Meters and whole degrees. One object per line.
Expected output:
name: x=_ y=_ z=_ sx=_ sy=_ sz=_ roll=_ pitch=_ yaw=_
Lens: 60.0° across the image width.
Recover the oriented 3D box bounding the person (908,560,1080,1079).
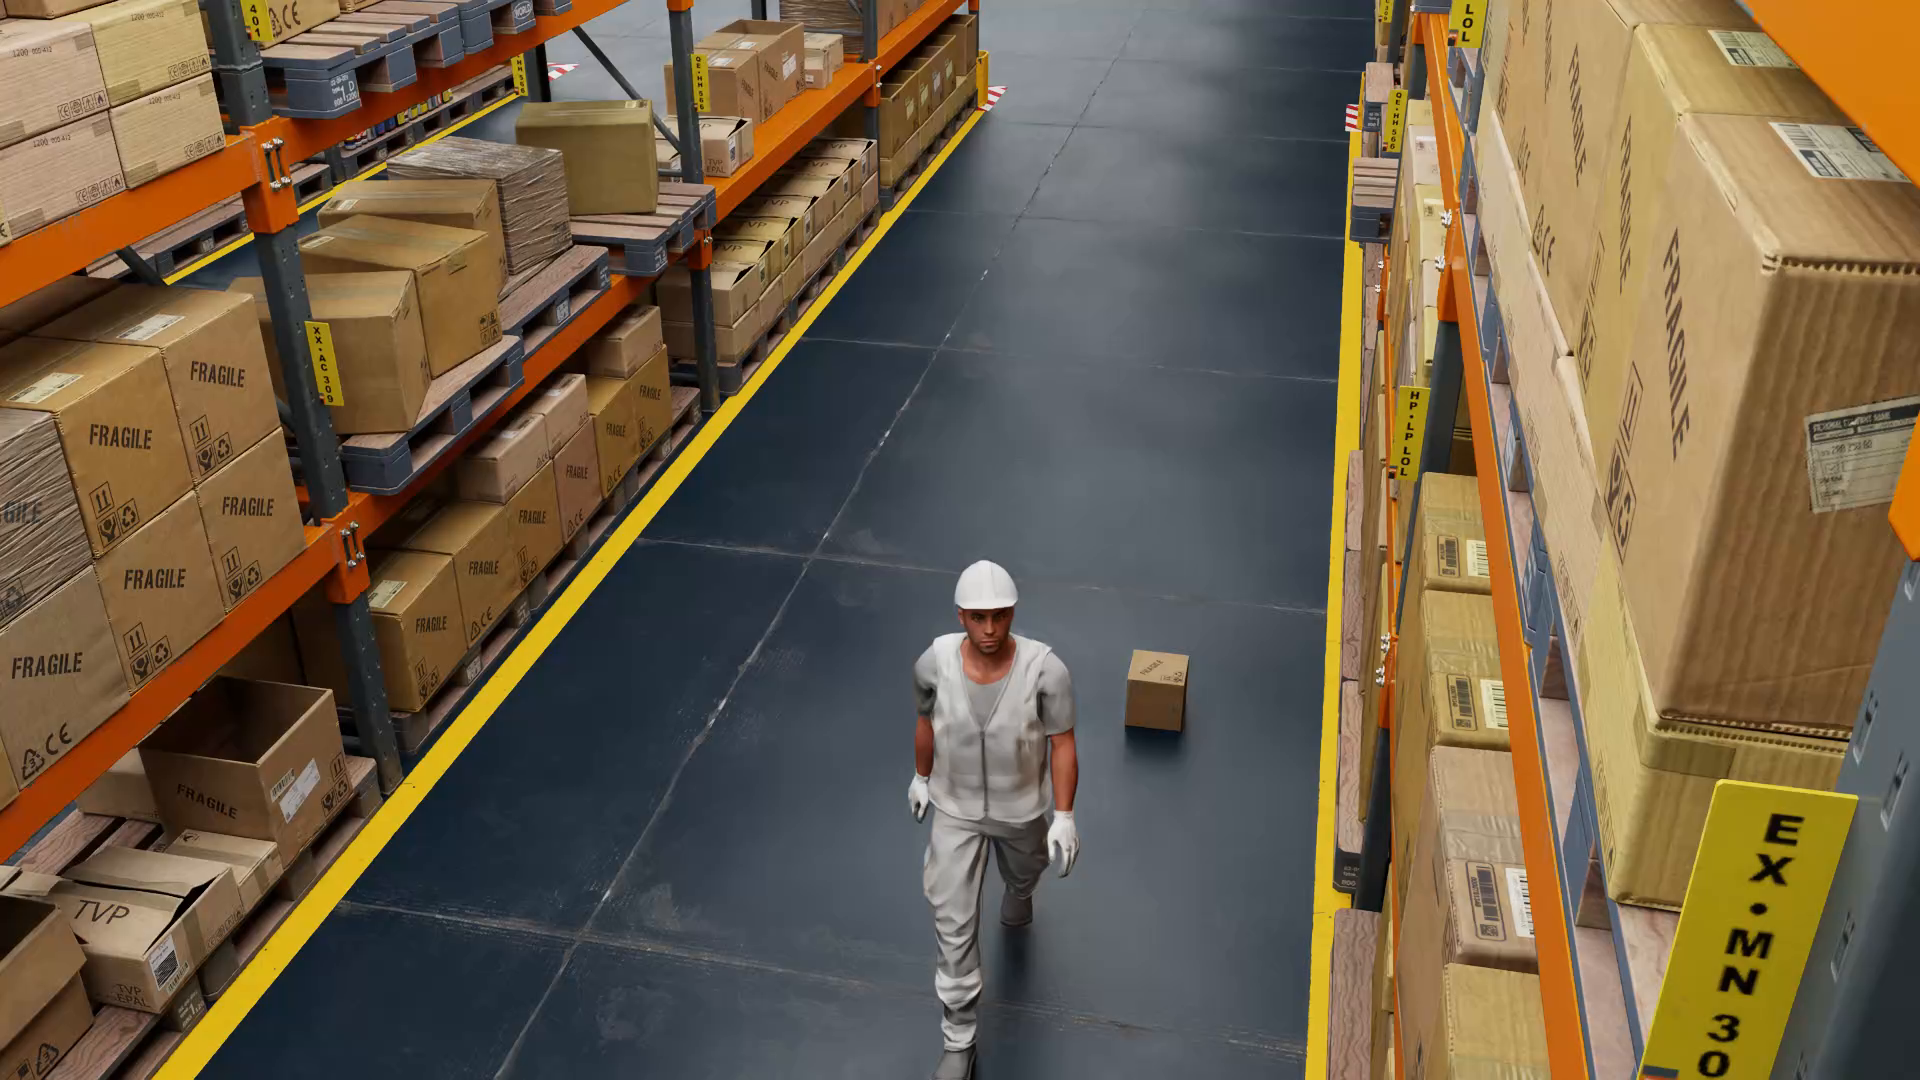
person: x=0.106 y=0.868 z=5.518 sx=0.585 sy=1.742 sz=1.073 roll=2 pitch=29 yaw=3
